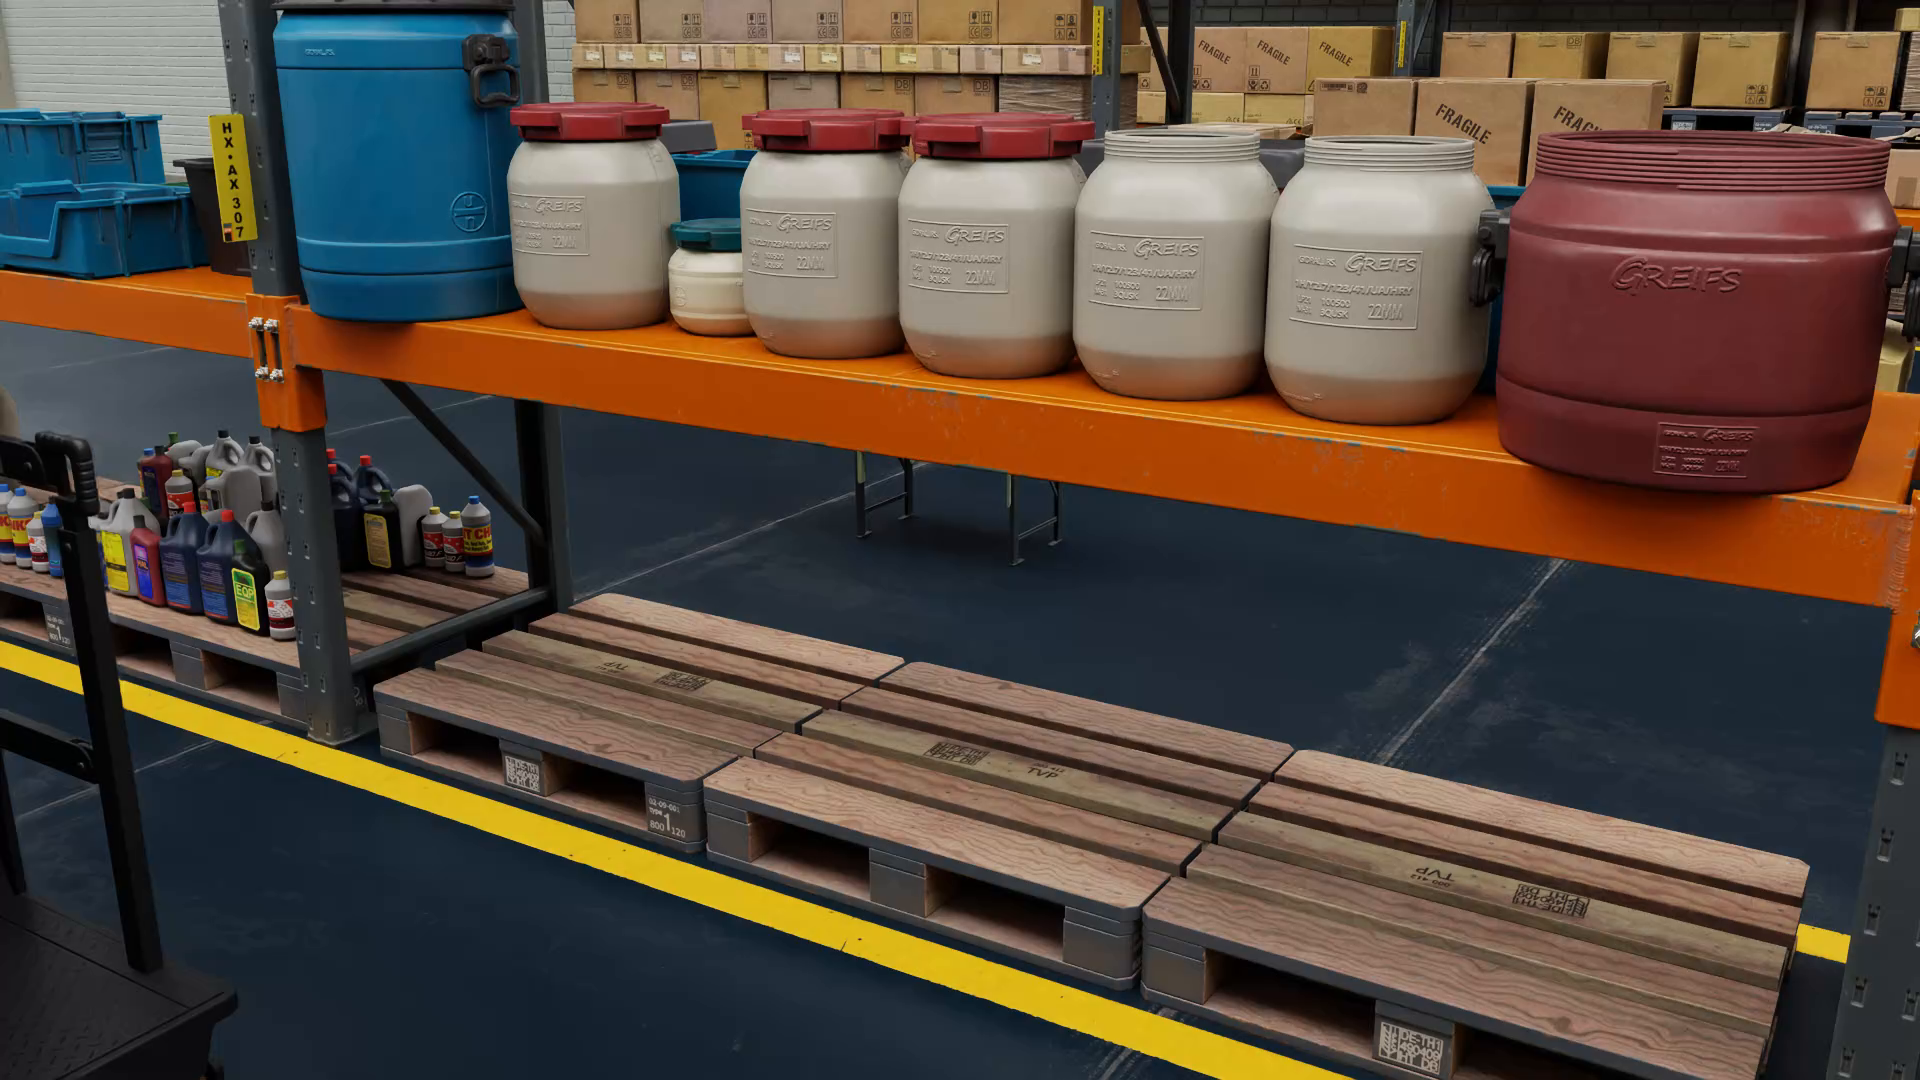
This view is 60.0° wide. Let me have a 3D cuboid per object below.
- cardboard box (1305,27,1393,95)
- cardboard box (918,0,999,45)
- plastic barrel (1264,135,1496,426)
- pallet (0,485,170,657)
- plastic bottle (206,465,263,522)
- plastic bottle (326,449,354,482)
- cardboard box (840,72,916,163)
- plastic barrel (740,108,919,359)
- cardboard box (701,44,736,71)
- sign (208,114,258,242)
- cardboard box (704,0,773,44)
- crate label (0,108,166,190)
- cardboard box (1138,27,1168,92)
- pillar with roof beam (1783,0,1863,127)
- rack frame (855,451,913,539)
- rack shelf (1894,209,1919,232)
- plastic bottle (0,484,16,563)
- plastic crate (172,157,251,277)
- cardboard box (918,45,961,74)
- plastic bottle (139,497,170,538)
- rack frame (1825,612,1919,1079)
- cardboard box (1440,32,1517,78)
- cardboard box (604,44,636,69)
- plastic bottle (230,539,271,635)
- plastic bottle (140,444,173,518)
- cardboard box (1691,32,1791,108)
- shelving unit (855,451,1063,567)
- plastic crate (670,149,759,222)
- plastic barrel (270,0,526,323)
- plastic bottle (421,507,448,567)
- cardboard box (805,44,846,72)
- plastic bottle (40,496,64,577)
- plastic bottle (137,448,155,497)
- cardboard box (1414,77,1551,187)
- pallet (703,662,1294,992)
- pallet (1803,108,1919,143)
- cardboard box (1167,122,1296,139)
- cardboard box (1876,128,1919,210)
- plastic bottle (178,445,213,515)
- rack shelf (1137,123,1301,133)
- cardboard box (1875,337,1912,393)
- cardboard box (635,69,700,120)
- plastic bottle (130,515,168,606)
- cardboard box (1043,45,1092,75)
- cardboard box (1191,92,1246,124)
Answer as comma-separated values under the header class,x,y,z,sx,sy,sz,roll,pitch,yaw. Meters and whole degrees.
class,x,y,z,sx,sy,sz,roll,pitch,yaw
cardboard box,3.003,-3.701,12.836,0.500,0.500,0.500,10,20,30
cardboard box,0.166,-2.992,9.167,0.500,0.500,0.700,10,20,30
plastic barrel,0.803,-0.504,3.186,0.421,0.512,0.421,0,17,0
pallet,-3.211,0.081,6.250,1.213,0.211,1.003,10,20,30
plastic bottle,-2.667,-0.141,6.113,0.135,0.276,0.152,10,20,30
plastic bottle,-2.249,-0.152,6.022,0.185,0.351,0.144,9,19,28
cardboard box,-0.281,-2.451,9.617,0.500,0.500,0.700,10,20,31
plastic barrel,-0.291,-0.709,3.819,0.433,0.535,0.433,0,17,0
cardboard box,-1.328,-2.878,9.907,0.250,0.149,0.380,9,19,28
sign,-1.914,-0.953,4.381,0.005,0.325,0.100,10,20,30
cardboard box,-1.113,-3.221,9.920,0.500,0.500,0.700,10,20,30
crate label,-3.316,-1.367,6.161,0.616,0.435,0.502,10,20,30
cardboard box,1.708,-3.933,13.602,0.500,0.500,0.500,11,20,32
pillar with roof beam,4.068,-5.016,7.913,0.400,9.000,9.100,10,20,30
rack frame,-0.318,-0.774,6.850,0.023,1.500,0.400,10,20,30
rack shelf,2.683,-1.533,8.004,4.000,0.370,1.077,10,20,30
plastic bottle,-3.352,-0.063,5.866,0.097,0.271,0.097,0,17,0
plastic crate,-1.997,-1.036,5.239,0.504,0.338,0.767,10,20,30
cardboard box,-0.024,-2.645,9.139,0.250,0.149,0.380,10,20,30
plastic bottle,-2.724,0.000,5.637,0.133,0.283,0.061,10,20,30
rack frame,1.791,-0.347,2.861,0.127,3.000,1.000,10,20,30
cardboard box,3.984,-3.581,12.581,0.500,0.500,0.700,10,20,30
cardboard box,-1.982,-2.995,10.293,0.250,0.149,0.380,10,19,29
plastic bottle,-2.200,0.143,5.167,0.133,0.283,0.061,11,20,33
plastic bottle,-3.086,-0.232,6.400,0.133,0.283,0.061,10,20,30
cardboard box,5.497,-3.312,11.693,0.500,0.500,0.700,10,20,30
shelving unit,-0.006,-0.719,6.667,0.755,1.500,0.431,10,20,30
plastic crate,-0.514,-0.857,4.568,0.575,0.384,0.392,10,20,30
plastic barrel,-1.446,-1.061,4.351,0.708,0.901,0.600,10,20,30
plastic bottle,-1.832,-0.015,5.826,0.097,0.201,0.097,0,17,0
cardboard box,-0.674,-2.761,9.521,0.250,0.149,0.380,11,20,32
plastic bottle,-3.094,-0.017,5.715,0.097,0.271,0.097,0,17,0
plastic bottle,-3.231,-0.264,6.648,0.097,0.201,0.097,0,17,0
cardboard box,2.500,-1.952,7.974,0.500,0.500,0.500,10,20,30
pallet,0.116,0.674,4.298,1.213,0.211,1.003,10,20,30
pallet,6.313,-2.790,11.237,1.003,0.211,1.213,10,20,30
cardboard box,1.421,-2.045,8.712,0.500,0.250,0.500,12,20,33
cardboard box,4.100,-1.596,7.129,0.500,0.311,0.500,12,20,33
plastic bottle,-2.912,-0.234,6.419,0.135,0.276,0.152,10,19,29
rack shelf,1.863,-3.369,14.048,4.000,0.370,1.077,10,20,30
cardboard box,3.812,-0.745,7.217,0.500,0.311,0.500,11,20,31
cardboard box,-1.589,-2.685,10.386,0.500,0.500,0.700,11,20,31
plastic bottle,-2.641,0.064,5.426,0.133,0.283,0.061,12,20,34
cardboard box,0.635,-2.528,8.754,0.250,0.149,0.380,10,20,30
cardboard box,2.149,-3.494,13.446,0.500,0.250,0.500,10,20,30
